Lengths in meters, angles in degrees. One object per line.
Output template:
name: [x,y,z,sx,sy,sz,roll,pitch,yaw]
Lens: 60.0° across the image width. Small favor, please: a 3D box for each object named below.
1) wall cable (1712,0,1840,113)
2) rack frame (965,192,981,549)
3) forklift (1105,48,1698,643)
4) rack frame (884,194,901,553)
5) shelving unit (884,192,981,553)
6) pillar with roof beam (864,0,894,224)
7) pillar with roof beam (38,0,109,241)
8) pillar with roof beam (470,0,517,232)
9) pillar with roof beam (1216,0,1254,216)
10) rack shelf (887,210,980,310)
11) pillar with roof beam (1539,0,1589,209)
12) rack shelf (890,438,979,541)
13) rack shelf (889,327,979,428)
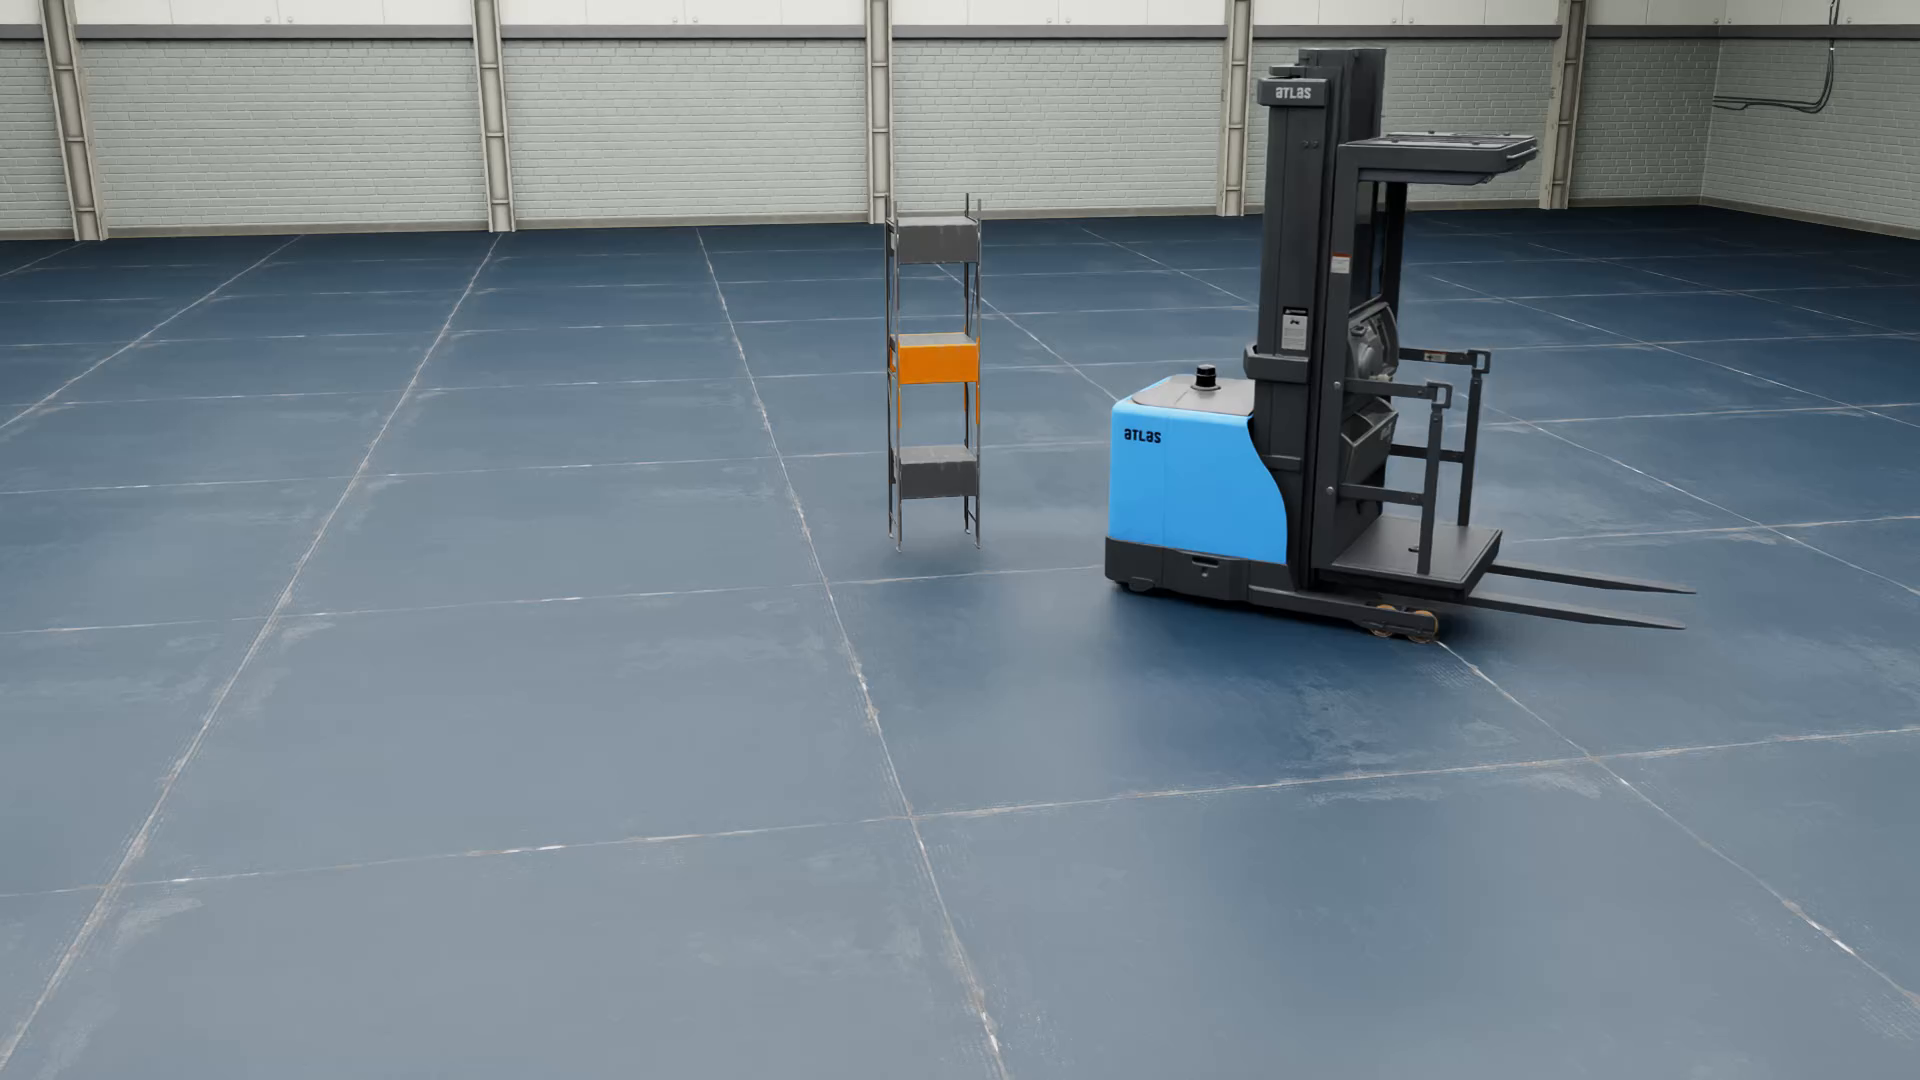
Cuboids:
wall cable: [13.629,-8.468,27.843,0.112,2.526,3.097,-3,17,-10]
rack frame: [0.077,-1.008,10.018,0.015,2.100,0.400,-3,17,-10]
forklift: [2.367,-1.047,8.730,3.031,2.935,1.130,9,19,26]
rack frame: [-0.402,-0.981,9.929,0.015,2.100,0.400,-3,17,-10]
shelving unit: [-0.163,-0.995,9.974,0.503,2.100,0.431,-3,17,-10]
pillar with roof beam: [-0.480,-8.260,21.877,0.400,9.000,9.100,-3,17,-10]
pillar with roof beam: [-12.262,-7.591,19.701,0.400,9.000,9.100,-3,17,-10]
pillar with roof beam: [-6.371,-7.926,20.789,0.400,9.000,9.100,-3,17,-10]
pillar with roof beam: [5.411,-8.594,22.965,0.400,9.000,9.100,-3,17,-10]
rack shelf: [-0.163,-1.651,9.772,0.480,0.518,0.431,-3,17,-10]
pillar with roof beam: [11.302,-8.928,24.053,0.400,9.000,9.100,-3,17,-10]
rack shelf: [-0.163,-0.312,10.183,0.480,0.518,0.431,-3,17,-10]
rack shelf: [-0.163,-0.981,9.978,0.480,0.518,0.431,-3,17,-10]
